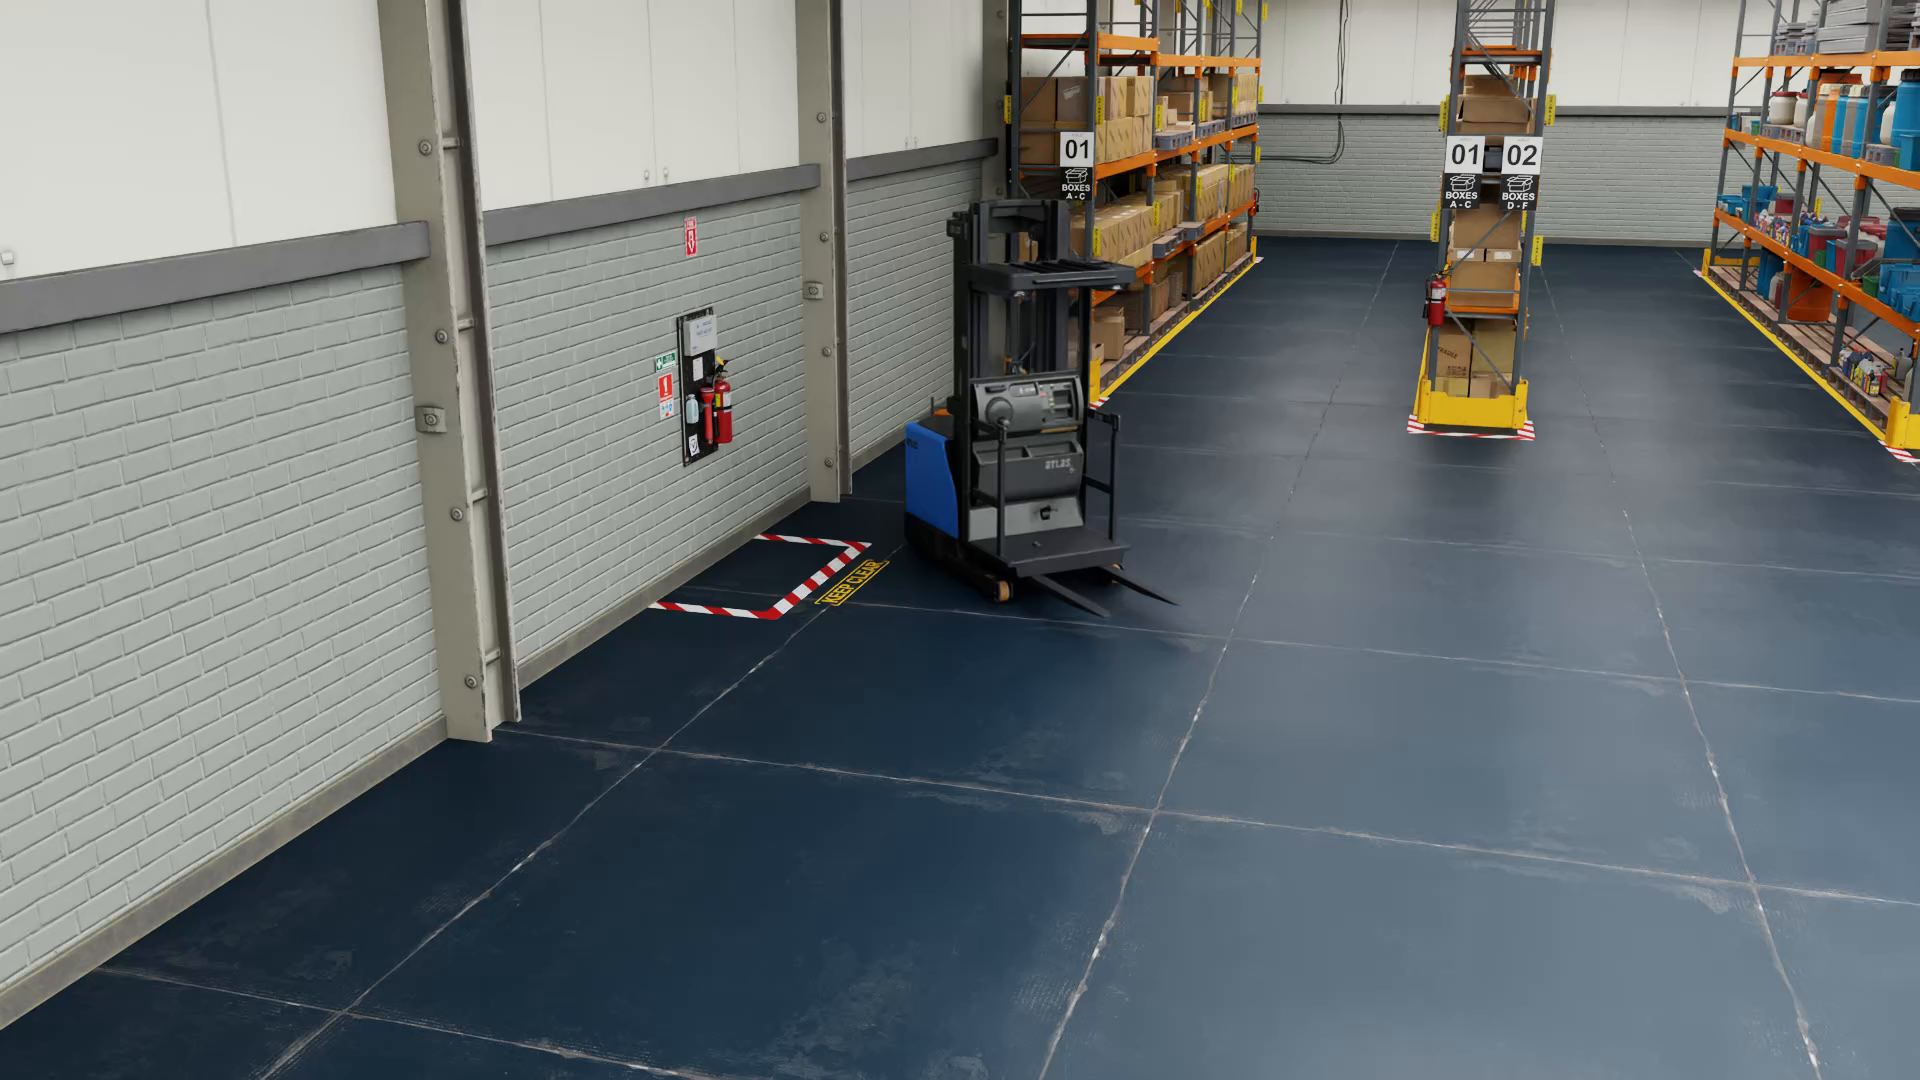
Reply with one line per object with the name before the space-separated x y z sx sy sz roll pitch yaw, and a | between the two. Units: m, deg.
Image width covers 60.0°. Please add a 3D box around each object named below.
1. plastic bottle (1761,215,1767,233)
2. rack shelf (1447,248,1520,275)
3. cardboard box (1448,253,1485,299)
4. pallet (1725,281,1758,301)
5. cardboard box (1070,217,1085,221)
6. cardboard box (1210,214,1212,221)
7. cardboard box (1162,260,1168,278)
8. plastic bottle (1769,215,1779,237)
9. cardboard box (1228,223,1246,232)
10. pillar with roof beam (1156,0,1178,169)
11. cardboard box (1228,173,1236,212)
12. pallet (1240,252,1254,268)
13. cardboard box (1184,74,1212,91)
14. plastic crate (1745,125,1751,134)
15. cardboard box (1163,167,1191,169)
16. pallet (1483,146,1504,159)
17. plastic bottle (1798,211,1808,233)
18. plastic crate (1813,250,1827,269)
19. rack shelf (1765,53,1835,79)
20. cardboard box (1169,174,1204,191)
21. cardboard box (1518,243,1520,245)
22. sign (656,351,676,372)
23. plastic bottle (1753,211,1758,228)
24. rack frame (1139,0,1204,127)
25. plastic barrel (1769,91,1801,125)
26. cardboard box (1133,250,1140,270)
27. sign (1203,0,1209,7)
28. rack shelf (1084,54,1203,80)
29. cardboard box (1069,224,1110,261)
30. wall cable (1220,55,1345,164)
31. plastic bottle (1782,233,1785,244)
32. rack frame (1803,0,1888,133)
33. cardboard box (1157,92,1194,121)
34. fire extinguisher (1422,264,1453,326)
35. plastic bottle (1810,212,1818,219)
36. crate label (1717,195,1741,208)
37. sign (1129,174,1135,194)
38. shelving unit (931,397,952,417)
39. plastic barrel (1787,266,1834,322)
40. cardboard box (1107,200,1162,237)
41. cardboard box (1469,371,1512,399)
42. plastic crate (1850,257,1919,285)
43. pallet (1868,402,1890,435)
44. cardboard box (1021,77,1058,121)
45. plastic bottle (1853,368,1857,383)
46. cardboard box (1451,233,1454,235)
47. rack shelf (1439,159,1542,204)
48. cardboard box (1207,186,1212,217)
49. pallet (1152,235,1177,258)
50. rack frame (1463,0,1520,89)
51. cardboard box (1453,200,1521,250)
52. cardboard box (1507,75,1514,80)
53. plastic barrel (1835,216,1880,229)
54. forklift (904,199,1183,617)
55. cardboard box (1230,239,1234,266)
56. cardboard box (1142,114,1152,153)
plastic bottle | 13.244 -5.195 27.361 0.061 0.283 0.133 5 16 16
rack shelf | 7.556 -4.015 24.307 1.077 0.370 4.000 5 16 16
cardboard box | 6.141 -3.099 19.574 0.700 0.500 0.500 5 17 17
pallet | 14.181 -4.400 29.455 1.003 0.211 1.213 5 16 16
cardboard box | 1.326 -3.879 21.374 0.500 0.500 0.500 4 16 14
cardboard box | 4.283 -5.764 29.577 0.380 0.149 0.250 4 16 14
cardboard box | 2.998 -4.301 26.397 0.500 0.250 0.500 5 17 17
plastic bottle | 13.079 -5.035 26.676 0.144 0.351 0.185 5 16 16
cardboard box | 5.611 -6.367 33.902 0.380 0.149 0.250 5 17 17
pillar with roof beam | 8.008 -9.117 29.981 9.100 9.000 0.400 5 16 16
cardboard box | 4.681 -6.599 31.549 0.980 0.700 0.700 5 17 17
pallet | 5.496 -5.804 34.405 1.003 0.211 1.213 5 16 16
cardboard box | 4.486 -8.497 31.240 0.500 0.500 0.500 4 16 15
plastic crate | 14.006 -7.225 29.290 0.293 0.136 0.466 5 16 16
cardboard box | 3.851 -6.507 29.634 0.500 0.250 0.500 4 16 14
pallet | 6.422 -4.695 20.052 1.003 0.211 1.213 5 16 16
plastic bottle | 13.871 -5.219 27.324 0.144 0.351 0.185 5 16 16
plastic crate | 11.960 -3.829 22.719 0.450 0.188 0.662 5 16 16
rack shelf | 13.441 -7.371 25.875 1.077 0.370 4.000 5 16 16
cardboard box | 3.759 -5.936 27.620 0.500 0.250 0.500 5 17 17
cardboard box | 6.314 -3.372 19.350 0.380 0.149 0.250 5 16 16
sign | -2.220 -1.348 12.547 0.001 0.109 0.331 5 16 16
plastic bottle | 13.496 -5.427 28.180 0.061 0.283 0.133 5 16 16
rack frame | 3.374 -8.154 26.586 1.000 3.000 0.127 5 16 16
plastic barrel | 13.620 -7.138 27.484 0.433 0.535 0.433 0 16 0
cardboard box | 2.116 -3.749 22.288 0.500 0.250 0.500 5 16 16
sign | 3.897 -8.602 26.309 0.100 0.325 0.005 5 16 16
rack shelf | 2.806 -7.092 24.894 1.077 0.370 4.000 5 16 16
cardboard box | 1.525 -3.575 20.299 0.500 0.500 0.500 5 16 16
wall cable | 7.598 -10.205 39.508 3.097 2.526 0.112 5 16 16
plastic bottle | 12.722 -4.658 25.617 0.097 0.201 0.097 0 16 0
rack frame | 12.873 -7.386 23.878 1.000 3.000 0.127 5 16 16
cardboard box | 3.557 -7.245 27.888 0.700 0.500 0.500 4 16 13
fire extinguisher | 5.372 -2.760 18.703 0.296 0.674 0.183 5 16 16
plastic bottle | 14.010 -5.208 27.285 0.144 0.351 0.185 5 16 16
crate label | 14.761 -6.502 31.952 0.416 0.233 0.303 5 16 16
sign | 2.841 -5.867 27.396 0.100 0.325 0.005 5 16 16
shelving unit | -0.026 -0.692 14.571 0.258 1.200 0.503 8 18 27
plastic barrel | 12.996 -3.787 25.391 0.600 0.830 0.708 5 16 16
cardboard box | 2.581 -4.757 24.615 0.700 0.500 0.500 6 17 22
cardboard box | 6.217 -1.794 19.427 0.500 0.250 0.500 5 16 16
plastic crate | 11.465 -3.296 20.567 0.767 0.338 0.504 5 16 16
pallet | 10.812 -1.301 18.529 1.003 0.211 1.213 5 16 16
cardboard box | 0.973 -5.290 19.933 0.500 0.500 0.500 5 17 18
plastic bottle | 10.952 -2.018 20.269 0.097 0.201 0.097 0 16 0
cardboard box | 6.216 -3.673 20.409 0.380 0.149 0.250 4 16 15
rack shelf | 6.420 -4.412 20.208 1.077 0.370 4.000 5 16 16
cardboard box | 4.057 -5.842 28.664 0.500 0.500 0.500 5 16 16
pallet | 2.594 -4.318 24.407 1.003 0.211 1.213 5 16 16
rack frame | 10.398 -9.864 32.614 1.000 3.000 0.127 5 16 16
cardboard box | 6.011 -3.599 18.960 0.700 0.500 0.500 5 16 16
cardboard box | 9.641 -8.153 30.065 0.700 0.500 0.500 5 16 16
plastic barrel | 13.031 -4.420 24.167 0.600 0.536 0.708 5 16 16
forklift | 0.632 -1.072 12.739 1.130 2.935 3.031 -8 18 -25
cardboard box | 4.968 -5.633 32.502 0.700 0.500 0.500 4 16 15
cardboard box | 2.330 -5.570 22.754 0.500 0.500 0.500 5 17 17
